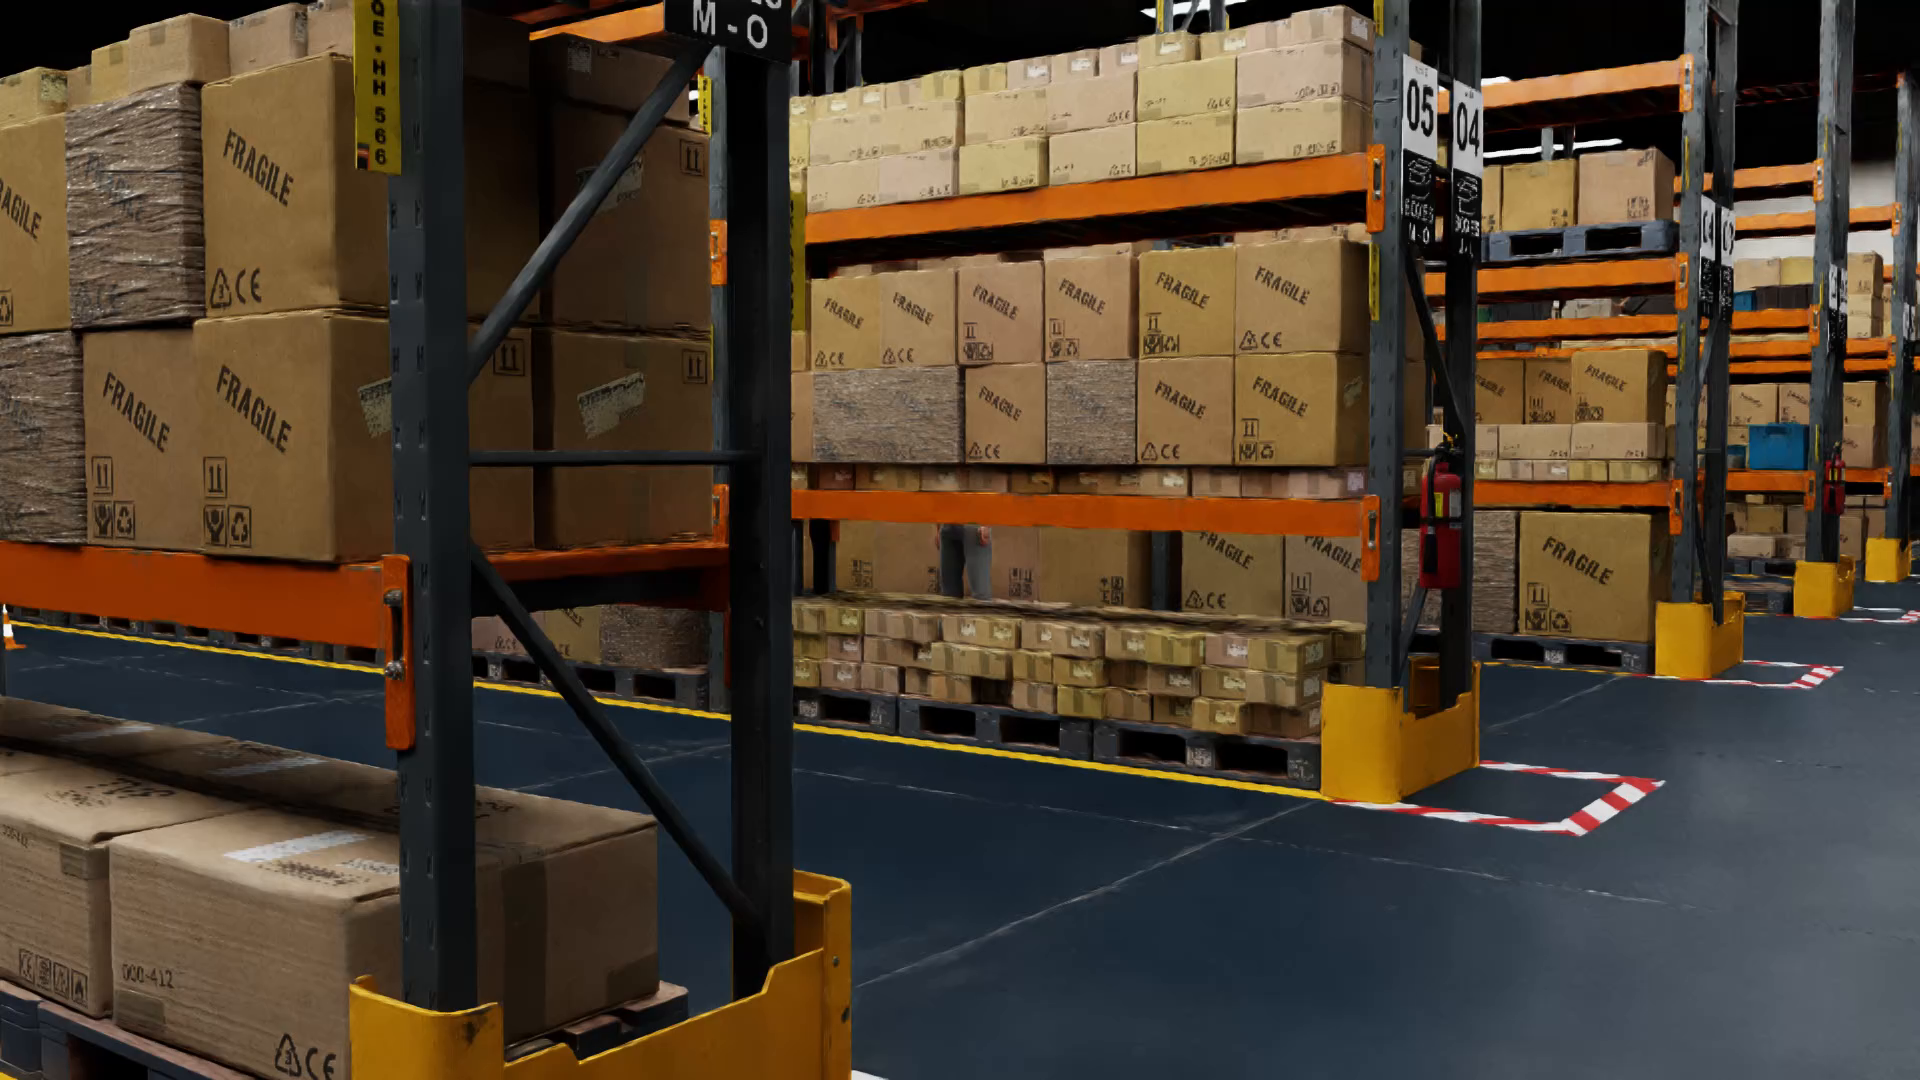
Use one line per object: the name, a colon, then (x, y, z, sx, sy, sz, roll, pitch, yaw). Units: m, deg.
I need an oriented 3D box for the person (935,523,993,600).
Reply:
person: (0.022, -0.086, 12.920, 0.577, 1.770, 0.419, 2, 4, 32)
